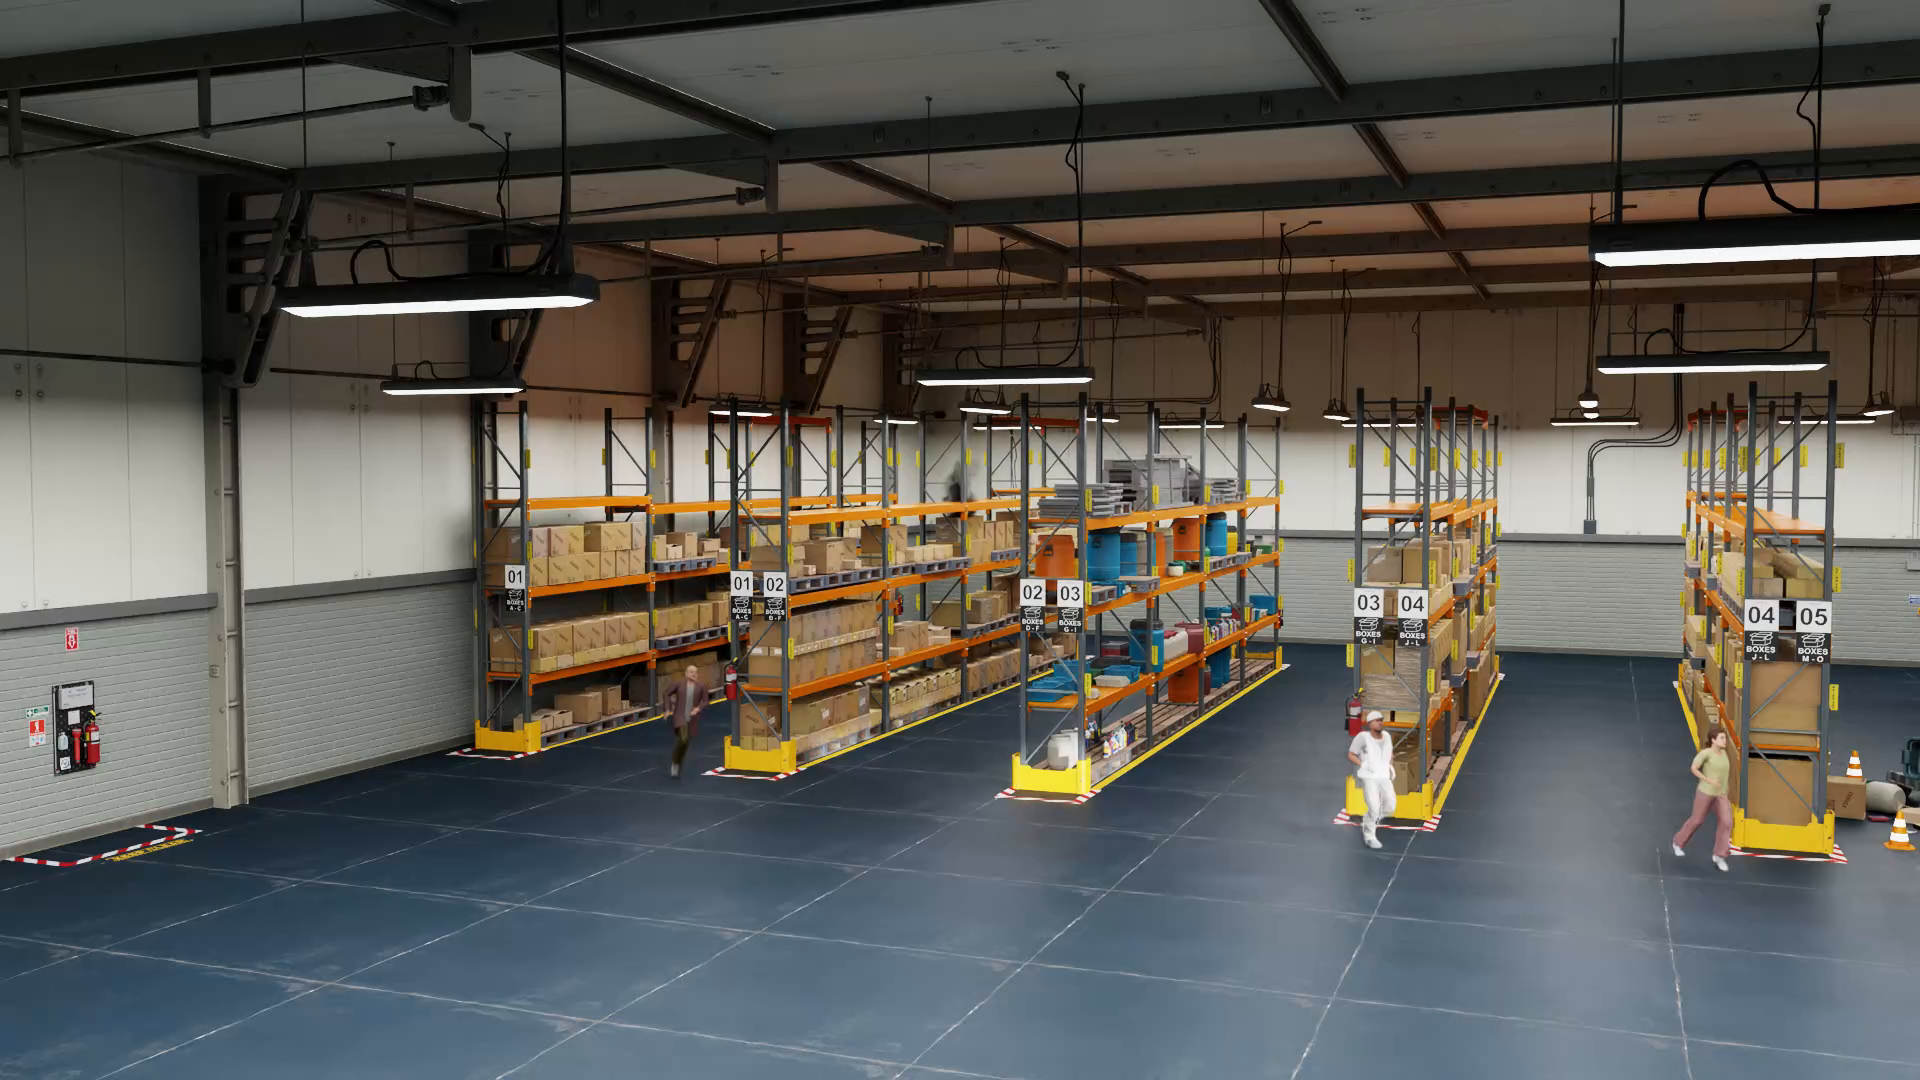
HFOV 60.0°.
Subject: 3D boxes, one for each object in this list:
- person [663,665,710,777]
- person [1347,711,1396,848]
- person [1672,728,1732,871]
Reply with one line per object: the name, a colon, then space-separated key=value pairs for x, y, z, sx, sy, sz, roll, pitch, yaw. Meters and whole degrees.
person: x=-4.293 y=2.845 z=26.240 sx=0.695 sy=1.714 sz=0.686 roll=-1 pitch=3 yaw=-22
person: x=5.374 y=3.090 z=21.527 sx=0.714 sy=1.749 sz=0.612 roll=-1 pitch=3 yaw=-18
person: x=9.319 y=3.169 z=20.584 sx=0.651 sy=1.680 sz=0.860 roll=-1 pitch=3 yaw=-16
